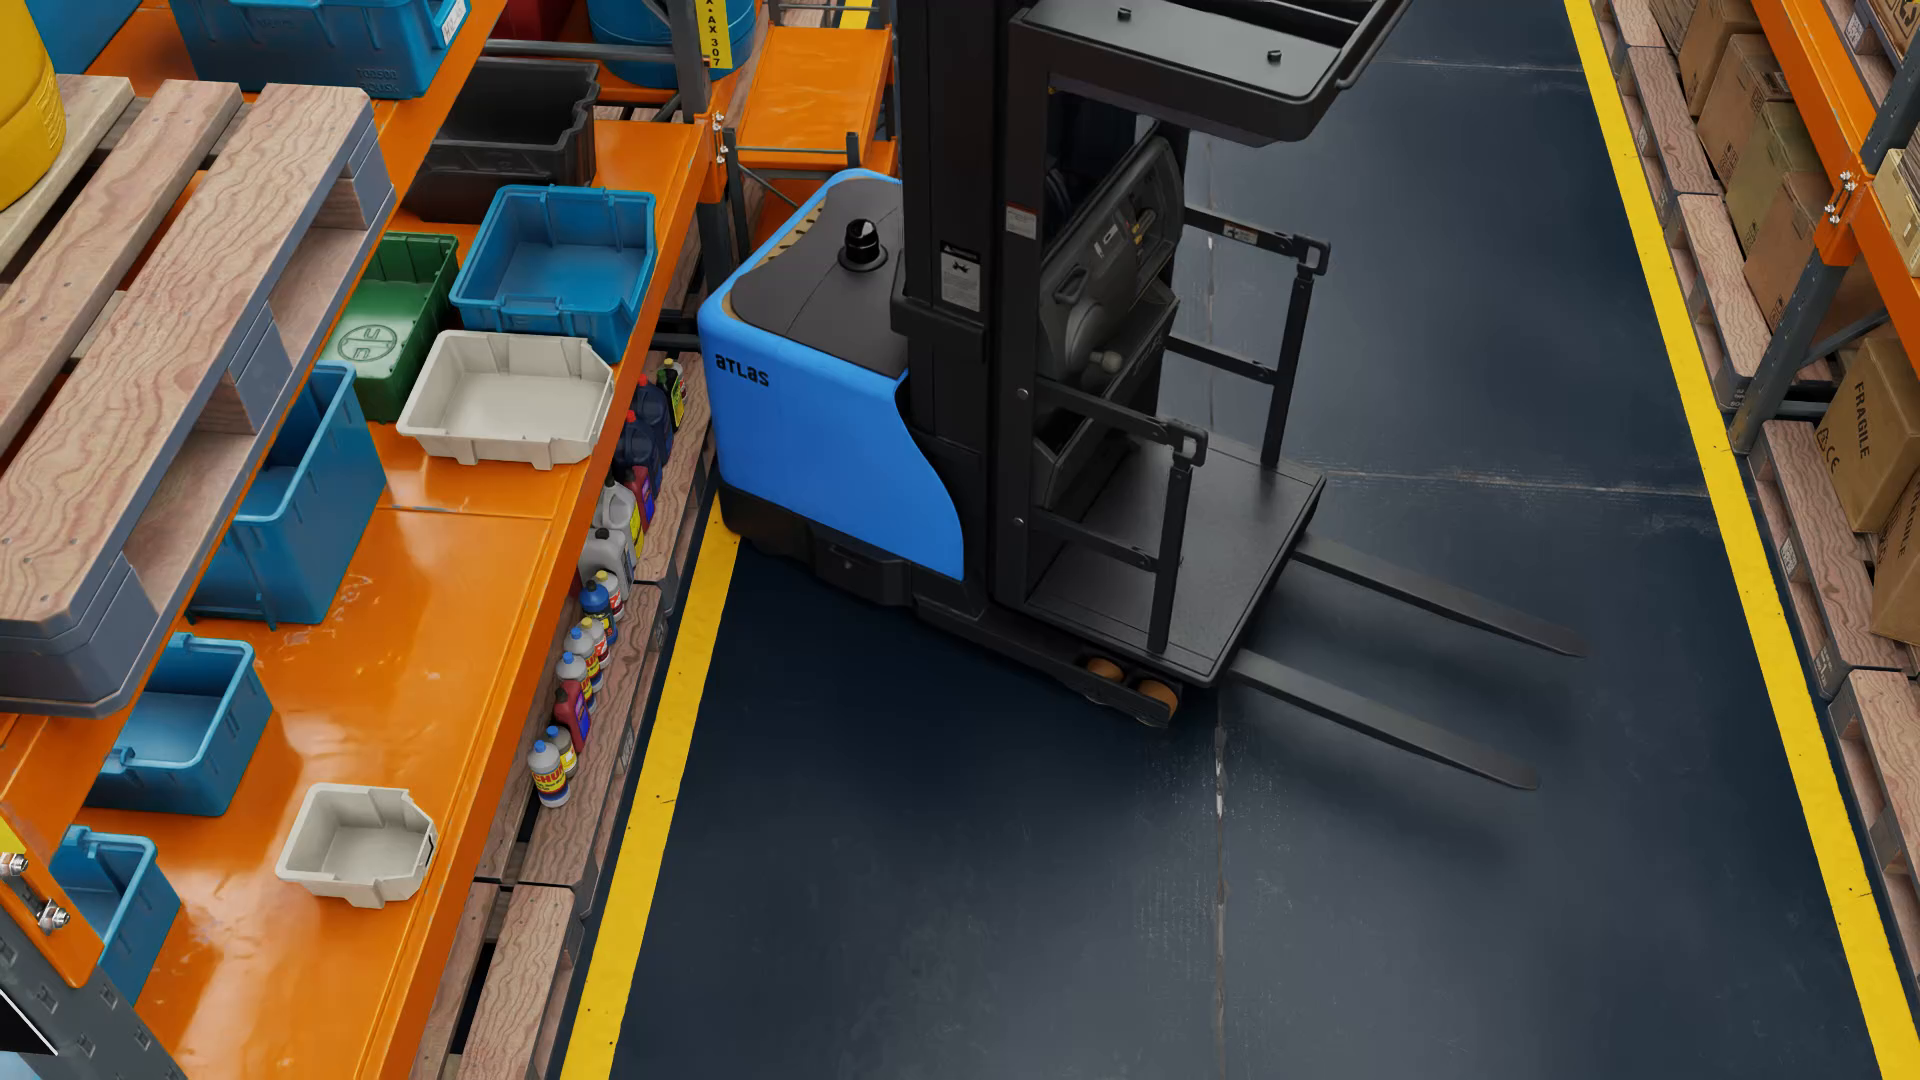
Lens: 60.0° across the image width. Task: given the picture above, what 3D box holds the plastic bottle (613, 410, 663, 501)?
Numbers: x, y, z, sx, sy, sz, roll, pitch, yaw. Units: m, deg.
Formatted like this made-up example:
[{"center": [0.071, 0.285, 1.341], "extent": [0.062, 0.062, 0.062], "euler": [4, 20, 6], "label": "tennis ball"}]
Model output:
[{"center": [-1.171, -0.313, 6.001], "extent": [0.144, 0.351, 0.185], "euler": [2, 48, 2], "label": "plastic bottle"}]

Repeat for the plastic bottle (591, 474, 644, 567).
[{"center": [-1.200, -0.076, 5.784], "extent": [0.144, 0.351, 0.185], "euler": [4, 48, 3], "label": "plastic bottle"}]

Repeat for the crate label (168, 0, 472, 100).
[{"center": [-1.246, -1.069, 3.263], "extent": [0.502, 0.251, 0.408], "euler": [4, 48, 4], "label": "crate label"}]

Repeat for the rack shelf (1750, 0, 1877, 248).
[{"center": [3.733, -2.586, 7.070], "extent": [1.077, 0.370, 4.000], "euler": [4, 48, 4], "label": "rack shelf"}]

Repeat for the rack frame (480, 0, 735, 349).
[{"center": [-1.382, -1.692, 5.765], "extent": [1.000, 3.000, 0.127], "euler": [4, 48, 4], "label": "rack frame"}]

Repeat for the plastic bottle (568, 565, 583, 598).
[{"center": [-1.325, 0.059, 5.706], "extent": [0.061, 0.283, 0.133], "euler": [4, 48, 4], "label": "plastic bottle"}]

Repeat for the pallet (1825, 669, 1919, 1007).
[{"center": [3.416, 0.977, 5.214], "extent": [1.003, 0.211, 1.213], "euler": [4, 48, 4], "label": "pallet"}]

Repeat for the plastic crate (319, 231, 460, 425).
[{"center": [-1.786, -0.642, 4.948], "extent": [0.450, 0.188, 0.662], "euler": [4, 48, 4], "label": "plastic crate"}]

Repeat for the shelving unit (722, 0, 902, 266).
[{"center": [-0.572, -1.482, 6.834], "extent": [0.538, 1.125, 1.048], "euler": [3, 47, 4], "label": "shelving unit"}]

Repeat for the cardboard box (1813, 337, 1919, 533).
[{"center": [3.475, -0.366, 5.962], "extent": [0.500, 0.500, 0.500], "euler": [3, 48, 2], "label": "cardboard box"}]

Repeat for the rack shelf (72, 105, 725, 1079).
[{"center": [-1.564, 0.020, 4.686], "extent": [1.077, 0.370, 4.000], "euler": [4, 48, 4], "label": "rack shelf"}]

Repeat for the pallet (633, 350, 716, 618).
[{"center": [-1.484, -0.261, 6.345], "extent": [1.003, 0.211, 1.213], "euler": [4, 48, 4], "label": "pallet"}]

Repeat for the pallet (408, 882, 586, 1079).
[{"center": [-1.707, 1.532, 4.705], "extent": [1.003, 0.211, 1.213], "euler": [4, 48, 4], "label": "pallet"}]

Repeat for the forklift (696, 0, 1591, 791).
[{"center": [0.649, -0.806, 5.001], "extent": [3.031, 2.935, 1.130], "euler": [22, 51, 19], "label": "forklift"}]

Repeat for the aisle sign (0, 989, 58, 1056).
[{"center": [-1.461, 0.442, 2.051], "extent": [0.394, 0.787, 0.004], "euler": [4, 48, 4], "label": "aisle sign"}]

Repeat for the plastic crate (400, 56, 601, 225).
[{"center": [-1.556, -1.295, 5.444], "extent": [0.767, 0.338, 0.504], "euler": [4, 48, 4], "label": "plastic crate"}]

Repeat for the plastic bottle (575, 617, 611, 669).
[{"center": [-1.221, 0.333, 5.511], "extent": [0.097, 0.201, 0.097], "euler": [0, 48, 0], "label": "plastic bottle"}]

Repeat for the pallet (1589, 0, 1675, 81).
[{"center": [3.843, -2.783, 8.653], "extent": [1.003, 0.211, 1.213], "euler": [4, 48, 4], "label": "pallet"}]

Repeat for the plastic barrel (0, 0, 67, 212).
[{"center": [-1.769, -0.817, 2.520], "extent": [0.600, 0.588, 0.600], "euler": [0, 48, 0], "label": "plastic barrel"}]

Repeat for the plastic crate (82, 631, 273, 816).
[{"center": [-1.934, 0.432, 3.923], "extent": [0.499, 0.251, 0.408], "euler": [4, 48, 4], "label": "plastic crate"}]

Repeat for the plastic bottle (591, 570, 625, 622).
[{"center": [-1.202, 0.182, 5.649], "extent": [0.097, 0.201, 0.097], "euler": [0, 48, 0], "label": "plastic bottle"}]

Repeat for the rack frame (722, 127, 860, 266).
[{"center": [-0.614, -1.109, 6.491], "extent": [0.500, 1.125, 0.032], "euler": [3, 47, 4], "label": "rack frame"}]

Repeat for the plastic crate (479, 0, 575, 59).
[{"center": [-1.642, -2.090, 6.086], "extent": [0.402, 0.464, 0.583], "euler": [4, 48, 4], "label": "plastic crate"}]

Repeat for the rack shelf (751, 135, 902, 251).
[{"center": [-0.568, -1.316, 7.014], "extent": [0.538, 0.278, 1.000], "euler": [3, 47, 4], "label": "rack shelf"}]

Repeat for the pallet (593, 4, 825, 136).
[{"center": [-1.240, -2.230, 8.147], "extent": [1.003, 0.211, 1.213], "euler": [4, 48, 4], "label": "pallet"}]

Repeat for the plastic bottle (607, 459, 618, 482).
[{"center": [-1.320, -0.280, 6.021], "extent": [0.152, 0.276, 0.135], "euler": [4, 48, 4], "label": "plastic bottle"}]

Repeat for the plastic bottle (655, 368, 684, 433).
[{"center": [-1.097, -0.549, 6.262], "extent": [0.061, 0.283, 0.133], "euler": [6, 48, 5], "label": "plastic bottle"}]

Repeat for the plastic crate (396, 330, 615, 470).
[{"center": [-1.277, -0.393, 4.756], "extent": [0.530, 0.136, 0.437], "euler": [4, 48, 4], "label": "plastic crate"}]

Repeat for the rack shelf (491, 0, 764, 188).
[{"center": [-1.199, -2.919, 7.375], "extent": [1.077, 0.370, 4.000], "euler": [4, 48, 4], "label": "rack shelf"}]

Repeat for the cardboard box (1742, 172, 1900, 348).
[{"center": [3.628, -1.114, 6.632], "extent": [0.700, 0.500, 0.500], "euler": [1, 48, 1], "label": "cardboard box"}]

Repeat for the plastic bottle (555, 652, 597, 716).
[{"center": [-1.239, 0.456, 5.351], "extent": [0.097, 0.271, 0.097], "euler": [0, 48, 0], "label": "plastic bottle"}]

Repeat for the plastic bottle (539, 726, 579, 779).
[{"center": [-1.261, 0.655, 5.216], "extent": [0.097, 0.201, 0.097], "euler": [0, 48, 0], "label": "plastic bottle"}]

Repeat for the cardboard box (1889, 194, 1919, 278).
[{"center": [3.196, -0.954, 5.260], "extent": [0.380, 0.149, 0.250], "euler": [4, 48, 4], "label": "cardboard box"}]

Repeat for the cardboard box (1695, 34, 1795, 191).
[{"center": [3.741, -1.874, 7.327], "extent": [0.700, 0.500, 0.500], "euler": [0, 48, 0], "label": "cardboard box"}]

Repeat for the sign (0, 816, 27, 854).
[{"center": [-1.199, 0.272, 1.930], "extent": [0.100, 0.325, 0.005], "euler": [4, 48, 4], "label": "sign"}]

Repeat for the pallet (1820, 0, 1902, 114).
[{"center": [3.765, -1.846, 6.036], "extent": [1.003, 0.211, 1.213], "euler": [4, 48, 4], "label": "pallet"}]

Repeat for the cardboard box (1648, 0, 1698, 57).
[{"center": [3.836, -2.701, 8.084], "extent": [0.700, 0.500, 0.500], "euler": [0, 48, 0], "label": "cardboard box"}]
